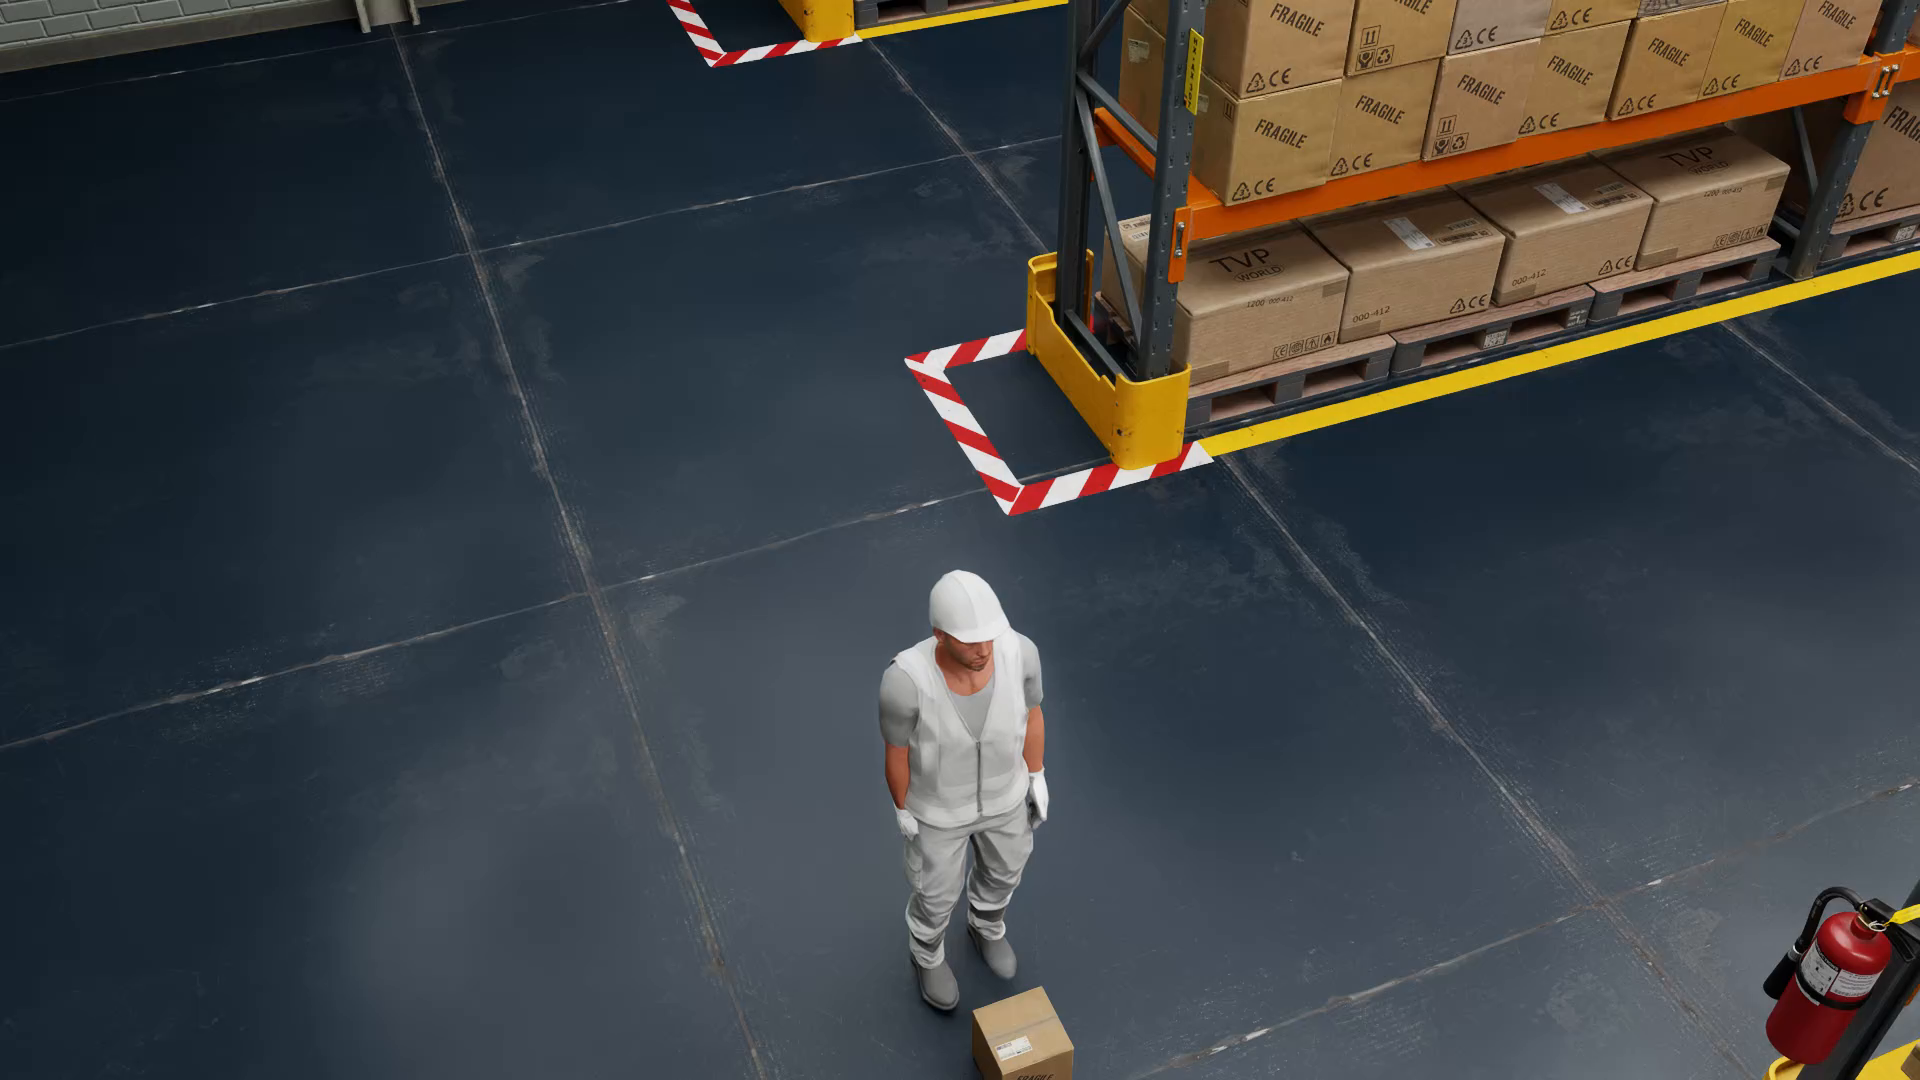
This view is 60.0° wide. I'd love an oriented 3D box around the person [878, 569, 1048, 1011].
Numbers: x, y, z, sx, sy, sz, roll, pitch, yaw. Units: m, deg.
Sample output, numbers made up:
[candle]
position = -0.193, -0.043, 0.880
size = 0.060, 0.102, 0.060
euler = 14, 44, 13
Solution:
[person]
position = 0.026, 0.814, 5.242
size = 0.525, 1.809, 0.364
euler = -14, 43, -16
